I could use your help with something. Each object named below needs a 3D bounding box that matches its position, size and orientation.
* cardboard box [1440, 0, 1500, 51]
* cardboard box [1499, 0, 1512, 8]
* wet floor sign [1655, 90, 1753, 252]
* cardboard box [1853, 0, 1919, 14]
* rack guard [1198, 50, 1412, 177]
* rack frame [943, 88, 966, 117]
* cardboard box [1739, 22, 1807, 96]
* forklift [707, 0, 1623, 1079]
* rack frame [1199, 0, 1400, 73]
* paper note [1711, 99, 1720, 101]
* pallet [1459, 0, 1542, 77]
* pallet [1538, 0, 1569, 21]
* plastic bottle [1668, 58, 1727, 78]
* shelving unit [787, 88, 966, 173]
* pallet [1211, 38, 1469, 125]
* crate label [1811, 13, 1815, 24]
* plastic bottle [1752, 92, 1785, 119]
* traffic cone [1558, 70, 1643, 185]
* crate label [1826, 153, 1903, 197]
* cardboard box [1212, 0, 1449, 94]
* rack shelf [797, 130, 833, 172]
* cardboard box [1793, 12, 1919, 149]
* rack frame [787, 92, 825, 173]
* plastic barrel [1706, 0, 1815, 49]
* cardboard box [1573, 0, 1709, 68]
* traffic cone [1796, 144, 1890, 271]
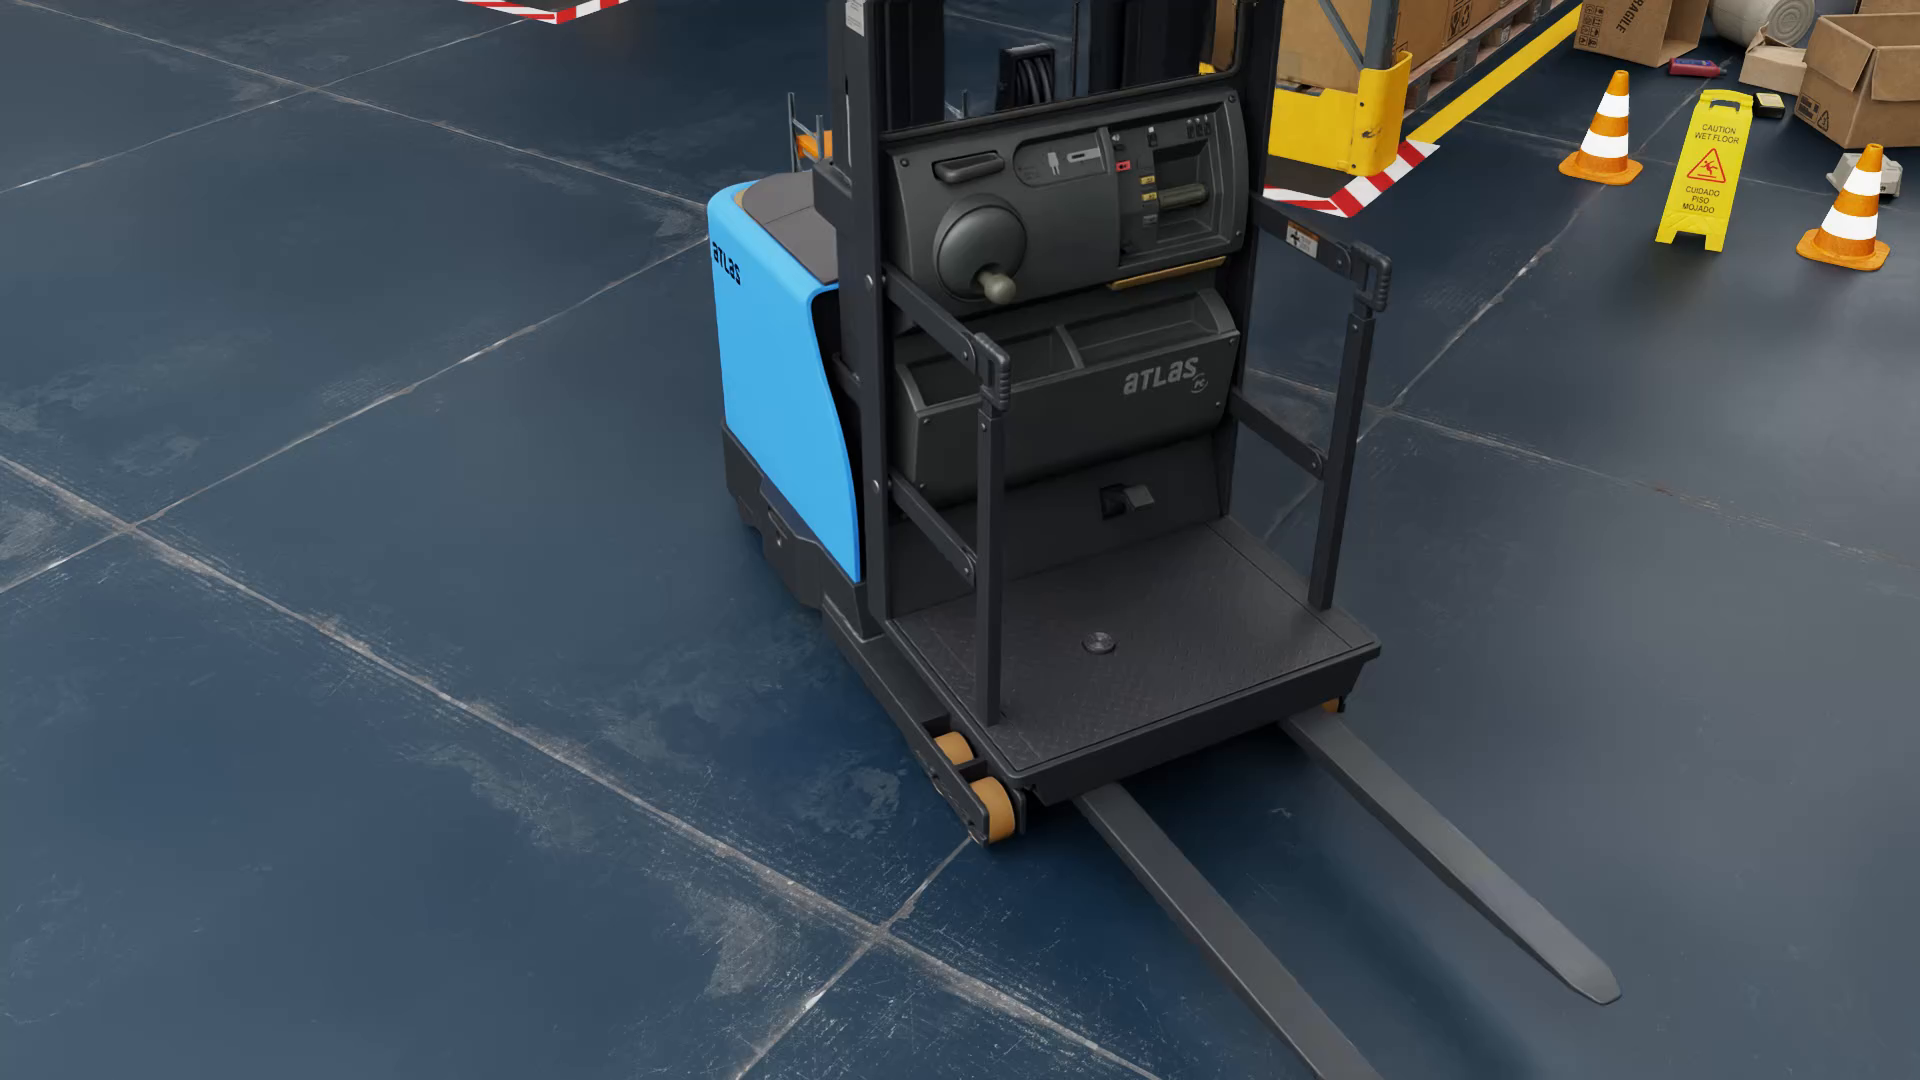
[{"bbox_3d":[2.379,-3.231,8.871,0.875,0.875,0.875,21,39,27],"label":"cardboard box"},{"bbox_3d":[2.900,-3.649,9.491,0.875,0.875,0.875,22,40,29],"label":"cardboard box"},{"bbox_3d":[3.157,-1.577,7.006,0.267,0.644,0.232,14,37,20],"label":"wet floor sign"},{"bbox_3d":[5.119,-2.735,8.725,0.797,0.637,0.503,21,39,28],"label":"cardboard box"},{"bbox_3d":[1.533,-2.151,7.985,1.175,0.500,0.348,21,39,28],"label":"rack guard"},{"bbox_3d":[-0.042,-0.960,5.598,0.015,1.200,0.240,-16,37,-23],"label":"rack frame"},{"bbox_3d":[4.360,-2.527,8.750,0.396,0.266,0.258,29,44,36],"label":"cardboard box"},{"bbox_3d":[0.379,-0.748,3.739,1.130,2.935,3.031,-16,37,-23],"label":"forklift"},{"bbox_3d":[1.547,-3.198,7.301,1.000,3.000,0.127,21,39,28],"label":"rack frame"},{"bbox_3d":[3.927,-2.289,8.626,0.123,0.001,0.032,-15,37,-21],"label":"paper note"},{"bbox_3d":[2.634,-2.995,9.490,1.003,0.211,1.213,21,39,28],"label":"pallet"},{"bbox_3d":[3.329,-3.559,10.324,1.003,0.211,1.213,21,39,28],"label":"pallet"},{"bbox_3d":[3.970,-2.538,8.949,0.283,0.061,0.133,8,35,12],"label":"plastic bottle"},{"bbox_3d":[-0.257,-0.896,5.504,0.503,1.200,0.258,-16,37,-23],"label":"shelving unit"},{"bbox_3d":[1.938,-2.436,8.663,1.003,0.211,1.213,21,39,28],"label":"pallet"},{"bbox_3d":[4.762,-3.033,9.613,0.298,0.136,0.250,-3,34,-4],"label":"crate label"},{"bbox_3d":[4.122,-2.230,8.493,0.133,0.061,0.283,8,35,12],"label":"plastic bottle"},{"bbox_3d":[3.016,-1.938,7.703,0.336,0.463,0.334,21,39,28],"label":"traffic cone"},{"bbox_3d":[4.148,-1.667,7.593,0.250,0.136,0.298,3,34,4],"label":"crate label"},{"bbox_3d":[1.879,-2.825,8.271,0.875,0.875,0.875,21,40,28],"label":"cardboard box"},{"bbox_3d":[-0.258,-1.222,5.284,0.480,0.148,0.258,-16,37,-23],"label":"rack shelf"},{"bbox_3d":[4.592,-2.246,8.122,0.797,0.503,0.637,-3,34,-4],"label":"cardboard box"},{"bbox_3d":[-0.473,-0.832,5.409,0.015,1.200,0.240,-16,37,-23],"label":"rack frame"},{"bbox_3d":[4.441,-2.960,9.248,0.421,0.421,0.512,-9,35,-13],"label":"plastic barrel"},{"bbox_3d":[3.785,-2.962,9.182,0.500,0.500,0.500,29,44,36],"label":"cardboard box"},{"bbox_3d":[3.750,-1.421,6.937,0.336,0.463,0.334,21,39,28],"label":"traffic cone"}]
